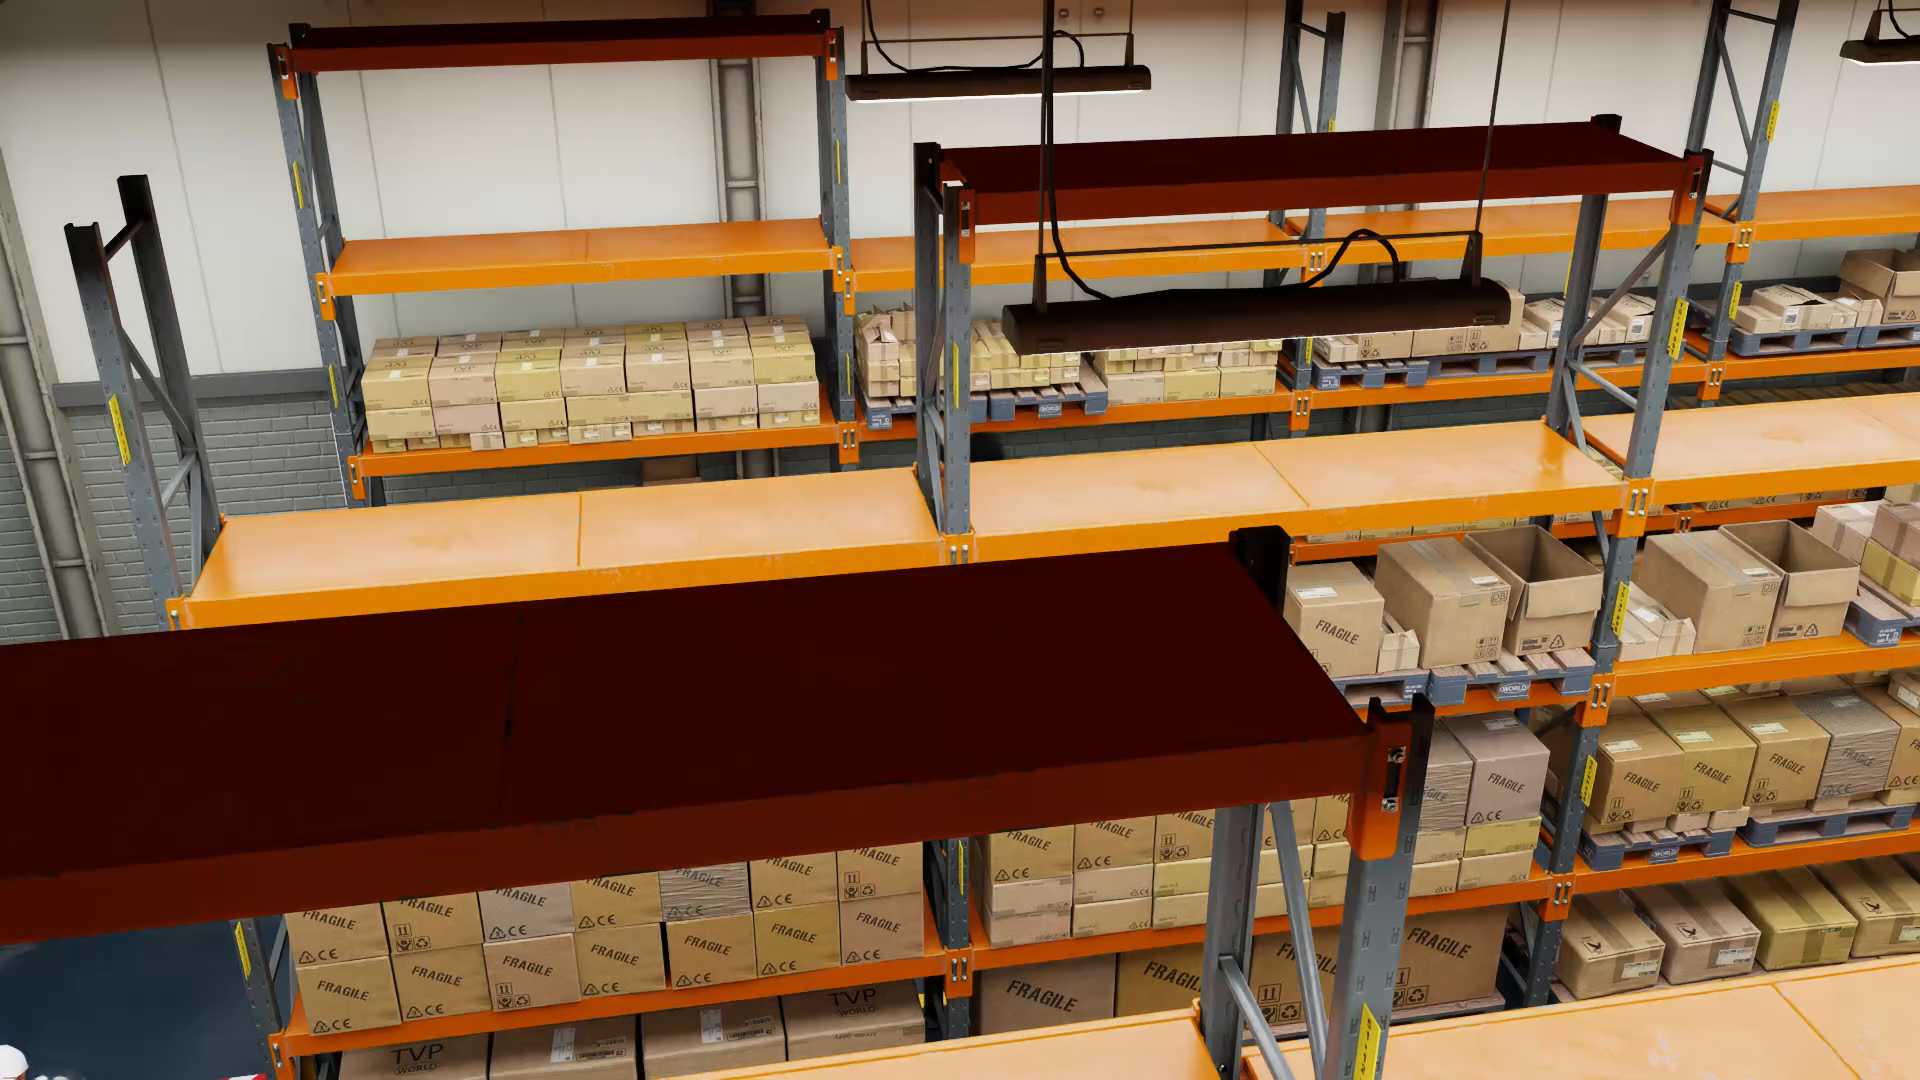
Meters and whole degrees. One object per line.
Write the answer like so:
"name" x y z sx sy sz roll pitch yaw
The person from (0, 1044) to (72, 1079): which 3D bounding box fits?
"person" -5.055 3.474 9.089 0.657 1.827 0.774 -6 26 -11
